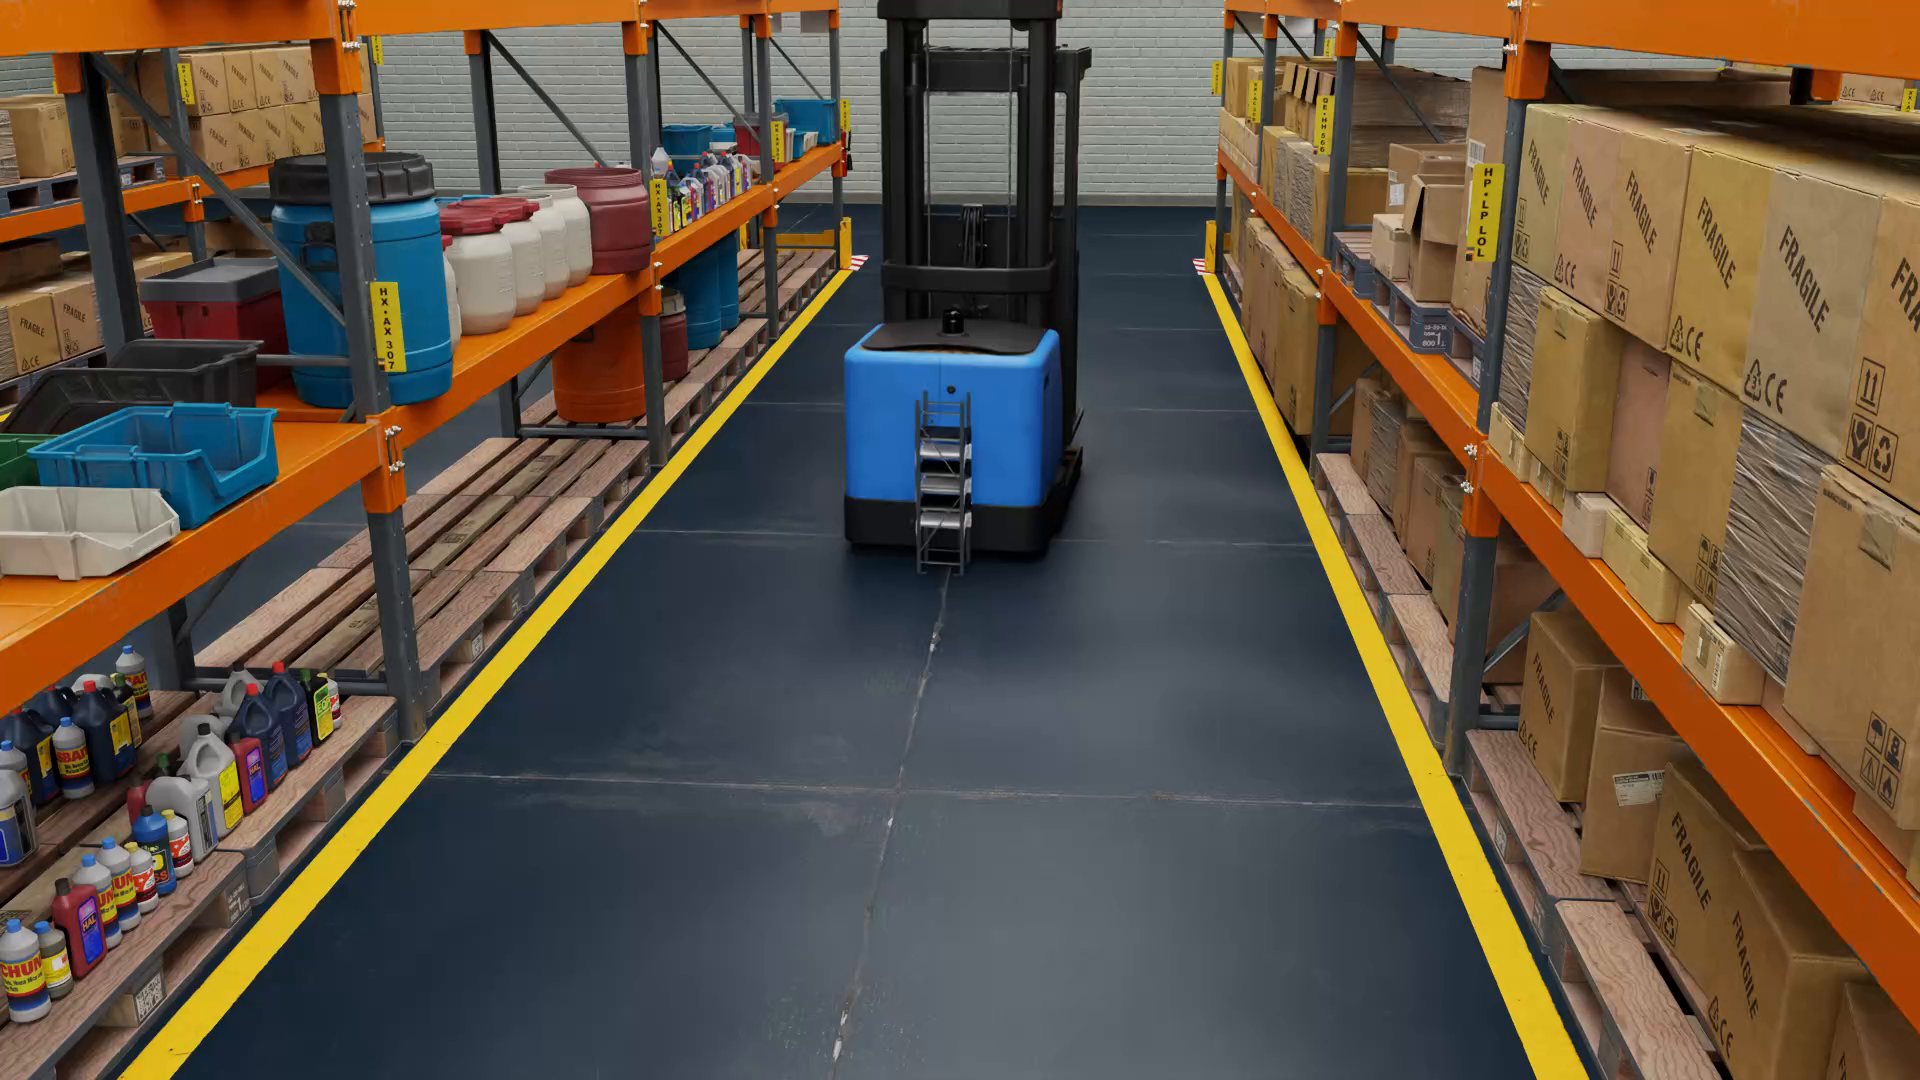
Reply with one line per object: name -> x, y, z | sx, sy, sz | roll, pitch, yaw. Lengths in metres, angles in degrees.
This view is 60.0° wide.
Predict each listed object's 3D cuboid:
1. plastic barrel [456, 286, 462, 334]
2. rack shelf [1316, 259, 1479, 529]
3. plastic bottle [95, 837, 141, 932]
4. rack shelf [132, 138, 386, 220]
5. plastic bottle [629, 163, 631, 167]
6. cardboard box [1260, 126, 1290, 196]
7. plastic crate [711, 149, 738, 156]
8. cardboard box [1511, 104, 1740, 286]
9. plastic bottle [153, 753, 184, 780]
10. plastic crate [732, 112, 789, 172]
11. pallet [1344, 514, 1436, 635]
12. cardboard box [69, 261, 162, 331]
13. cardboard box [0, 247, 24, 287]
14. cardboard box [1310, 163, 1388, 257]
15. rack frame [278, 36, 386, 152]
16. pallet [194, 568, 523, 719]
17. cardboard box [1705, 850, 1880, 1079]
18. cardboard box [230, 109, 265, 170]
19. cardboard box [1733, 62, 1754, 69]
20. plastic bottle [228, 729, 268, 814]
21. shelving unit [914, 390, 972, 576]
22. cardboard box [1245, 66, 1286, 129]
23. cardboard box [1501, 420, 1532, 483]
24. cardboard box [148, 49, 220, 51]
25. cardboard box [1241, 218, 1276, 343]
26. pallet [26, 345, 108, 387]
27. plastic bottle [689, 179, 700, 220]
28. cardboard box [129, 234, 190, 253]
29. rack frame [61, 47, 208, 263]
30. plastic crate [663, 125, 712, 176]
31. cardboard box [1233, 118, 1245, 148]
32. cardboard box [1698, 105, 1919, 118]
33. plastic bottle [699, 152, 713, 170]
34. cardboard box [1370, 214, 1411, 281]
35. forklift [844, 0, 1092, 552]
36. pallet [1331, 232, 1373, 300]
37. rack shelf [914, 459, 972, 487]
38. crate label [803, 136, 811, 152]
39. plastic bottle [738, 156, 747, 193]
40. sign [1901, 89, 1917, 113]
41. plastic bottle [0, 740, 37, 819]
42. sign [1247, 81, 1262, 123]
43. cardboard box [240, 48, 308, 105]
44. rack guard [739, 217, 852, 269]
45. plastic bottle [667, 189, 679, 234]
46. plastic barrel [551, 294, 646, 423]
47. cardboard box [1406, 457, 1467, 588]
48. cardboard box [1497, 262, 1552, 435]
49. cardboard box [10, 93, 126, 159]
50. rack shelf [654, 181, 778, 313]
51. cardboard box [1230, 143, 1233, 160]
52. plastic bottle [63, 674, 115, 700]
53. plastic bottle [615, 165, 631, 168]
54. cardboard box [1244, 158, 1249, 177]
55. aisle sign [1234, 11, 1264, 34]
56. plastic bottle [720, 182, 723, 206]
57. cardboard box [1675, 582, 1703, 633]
plastic barrel -> -2.366, -0.995, 7.364 | 0.301, 0.262, 0.301 | 0, 18, 0
rack shelf -> 2.470, -0.822, 7.769 | 1.077, 0.370, 4.000 | 1, 18, 4
plastic bottle -> -2.428, 0.983, 4.781 | 0.097, 0.271, 0.097 | 0, 18, 0
rack shelf -> -6.837, -3.529, 16.030 | 1.077, 0.370, 4.000 | 1, 18, 4
plastic bottle -> -2.515, -2.792, 12.834 | 0.097, 0.271, 0.097 | 0, 18, 0
cardboard box -> 2.618, -2.937, 12.909 | 0.500, 0.500, 0.500 | 1, 18, 4
plastic crate -> -2.228, -3.389, 14.794 | 0.437, 0.125, 0.590 | 1, 18, 4
cardboard box -> 2.041, -1.072, 5.135 | 0.500, 0.500, 0.500 | 1, 18, 4
plastic bottle -> -2.514, 0.801, 5.318 | 0.061, 0.283, 0.133 | 1, 18, 4
plastic crate -> -1.726, -3.468, 14.491 | 0.402, 0.464, 0.583 | 1, 18, 4
pallet -> 2.466, 0.161, 8.093 | 1.003, 0.211, 1.213 | 1, 18, 4
cardboard box -> -6.774, -1.958, 13.388 | 0.500, 0.500, 0.500 | 1, 18, 4
cardboard box -> -7.366, -2.016, 12.361 | 0.500, 0.250, 0.500 | 1, 18, 3
cardboard box -> 2.401, -1.991, 10.022 | 0.500, 0.500, 0.500 | 2, 18, 6
rack frame -> -6.694, -4.492, 17.814 | 1.000, 3.000, 0.127 | 1, 18, 4
pallet -> -2.596, 0.427, 7.280 | 1.003, 0.211, 1.213 | 1, 18, 4
cardboard box -> 2.174, 1.114, 4.046 | 0.500, 0.500, 0.500 | 3, 18, 9
cardboard box -> -6.639, -3.608, 14.957 | 0.500, 0.500, 0.500 | 2, 18, 5
cardboard box -> 7.830, -4.658, 16.077 | 0.500, 0.500, 0.500 | 1, 18, 4
plastic bottle -> -2.356, 0.746, 5.484 | 0.061, 0.283, 0.133 | 3, 18, 8
shelving unit -> -0.082, -0.283, 8.343 | 0.258, 0.900, 0.210 | 3, 18, 9
cardboard box -> 2.706, -3.758, 14.133 | 0.500, 0.500, 0.500 | 1, 18, 4
cardboard box -> 1.980, -0.286, 5.381 | 0.380, 0.149, 0.250 | 1, 18, 4
cardboard box -> -7.132, -4.251, 15.312 | 0.500, 0.500, 0.500 | 1, 18, 4
cardboard box -> 2.874, -2.018, 13.002 | 1.225, 0.875, 0.875 | 1, 18, 4
pallet -> -7.086, -1.291, 12.524 | 1.003, 0.211, 1.213 | 1, 18, 4
plastic bottle -> -1.855, -2.355, 11.501 | 0.097, 0.271, 0.097 | 0, 18, 0
cardboard box -> -7.223, -2.454, 14.903 | 0.500, 0.500, 0.500 | 1, 18, 4
rack frame -> -6.981, -3.249, 14.022 | 1.000, 3.000, 0.127 | 1, 18, 4
plastic crate -> -2.347, -3.311, 14.140 | 0.392, 0.384, 0.575 | 1, 18, 4
cardboard box -> 2.780, -3.717, 15.212 | 0.500, 0.250, 0.500 | 1, 18, 3
cardboard box -> 2.569, -1.061, 5.098 | 0.500, 0.500, 0.500 | 1, 18, 4
plastic bottle -> -1.937, -2.767, 12.630 | 0.144, 0.351, 0.185 | 1, 18, 4
cardboard box -> 2.264, -1.398, 7.938 | 0.500, 0.250, 0.500 | 1, 18, 2
forklift -> 0.150, -1.750, 9.556 | 1.130, 2.935, 3.031 | 3, 18, 9
pallet -> 2.668, -1.470, 8.900 | 1.213, 0.211, 1.003 | 1, 18, 4
rack shelf -> -0.082, -0.337, 8.325 | 0.258, 0.077, 0.200 | 3, 18, 9
crate label -> -1.662, -3.849, 16.180 | 0.396, 0.136, 0.243 | 1, 18, 4
plastic bottle -> -1.717, -2.880, 13.082 | 0.061, 0.283, 0.133 | 1, 18, 4
sign -> 7.298, -3.306, 12.805 | 0.100, 0.325, 0.005 | 1, 18, 4
plastic bottle -> -3.072, 0.781, 5.397 | 0.097, 0.271, 0.097 | 0, 18, 0
sign -> 2.346, -3.488, 13.233 | 0.100, 0.325, 0.005 | 1, 18, 4
cardboard box -> -6.556, -4.392, 15.745 | 0.500, 0.500, 0.500 | 2, 18, 6
rack guard -> -1.765, -3.200, 17.886 | 1.175, 0.500, 0.348 | 1, 18, 4
plastic bottle -> -1.885, -2.151, 10.859 | 0.061, 0.283, 0.133 | 1, 18, 4
plastic barrel -> -2.309, -1.216, 10.627 | 0.600, 0.830, 0.708 | 1, 18, 4
cardboard box -> 2.485, -0.075, 7.644 | 0.700, 0.500, 0.500 | 0, 18, -1
cardboard box -> 2.232, -0.593, 5.277 | 0.875, 0.500, 0.500 | 1, 18, 4
cardboard box -> -7.238, -3.354, 13.508 | 0.700, 0.500, 0.500 | -5, 19, -15
rack shelf -> -2.184, -2.175, 11.898 | 1.077, 0.370, 4.000 | 1, 18, 4
cardboard box -> 2.742, -3.648, 15.642 | 0.380, 0.149, 0.250 | 1, 18, 3
plastic bottle -> -3.070, 0.622, 5.874 | 0.152, 0.276, 0.135 | 2, 18, 6
plastic bottle -> -2.520, -2.656, 12.410 | 0.152, 0.276, 0.135 | 1, 18, 4
cardboard box -> 2.632, -3.169, 14.182 | 0.380, 0.149, 0.250 | 1, 18, 3
aisle sign -> 2.893, -5.534, 16.819 | 0.394, 0.787, 0.004 | 1, 18, 4
plastic bottle -> -1.799, -2.565, 12.253 | 0.097, 0.201, 0.097 | 0, 18, 0
cardboard box -> 1.944, 0.182, 3.954 | 0.380, 0.149, 0.250 | 1, 18, 4
